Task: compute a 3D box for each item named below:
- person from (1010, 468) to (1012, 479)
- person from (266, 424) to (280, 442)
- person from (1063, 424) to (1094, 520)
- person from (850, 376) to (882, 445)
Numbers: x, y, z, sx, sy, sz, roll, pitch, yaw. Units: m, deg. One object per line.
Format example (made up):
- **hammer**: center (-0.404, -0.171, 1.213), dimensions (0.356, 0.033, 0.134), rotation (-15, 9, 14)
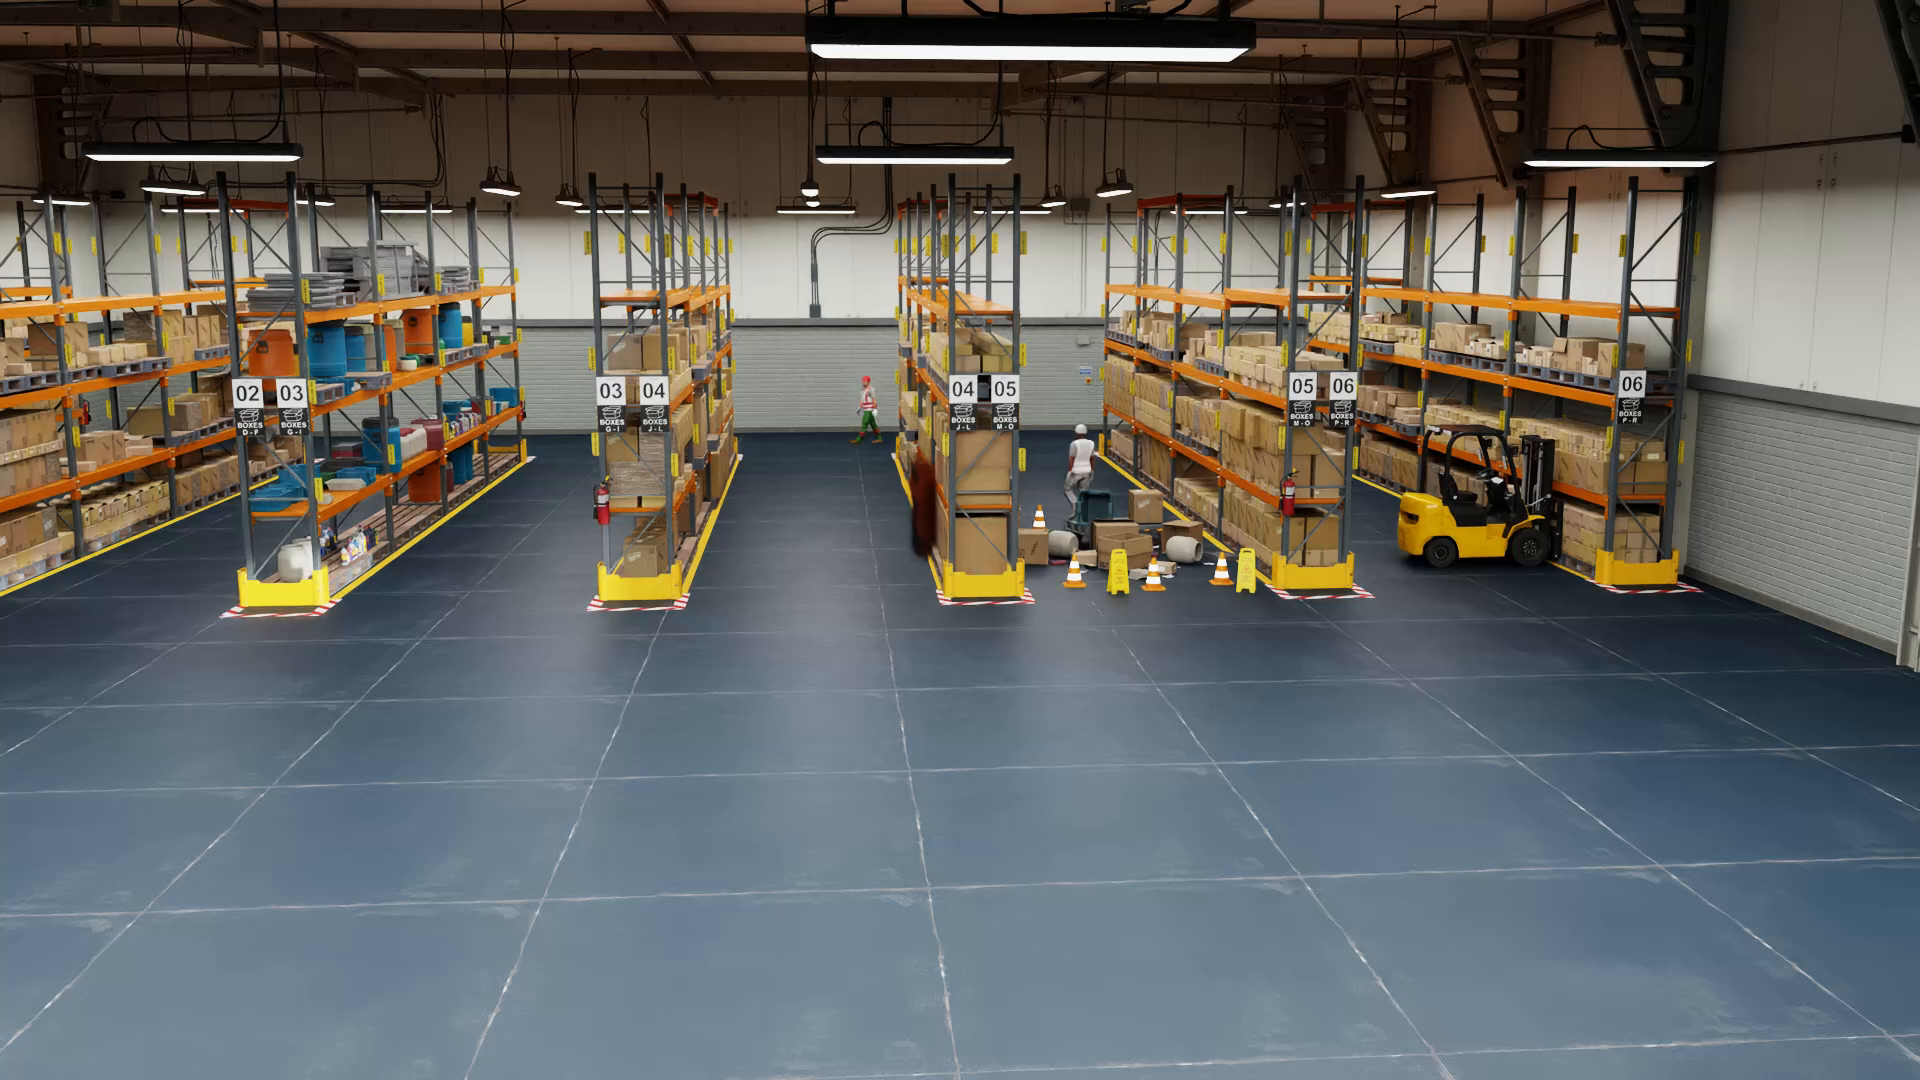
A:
- **person**: center (1.011, -2.023, 35.595), dimensions (0.461, 1.580, 0.456), rotation (5, 11, 26)
- **person**: center (-16.417, -2.818, 39.746), dimensions (0.833, 1.755, 0.648), rotation (-2, 10, -9)
- **person**: center (2.215, -1.236, 30.565), dimensions (0.609, 1.786, 0.463), rotation (-6, 12, -31)
- **person**: center (-2.415, -3.304, 42.329), dimensions (0.927, 1.754, 0.590), rotation (-5, 11, -26)
